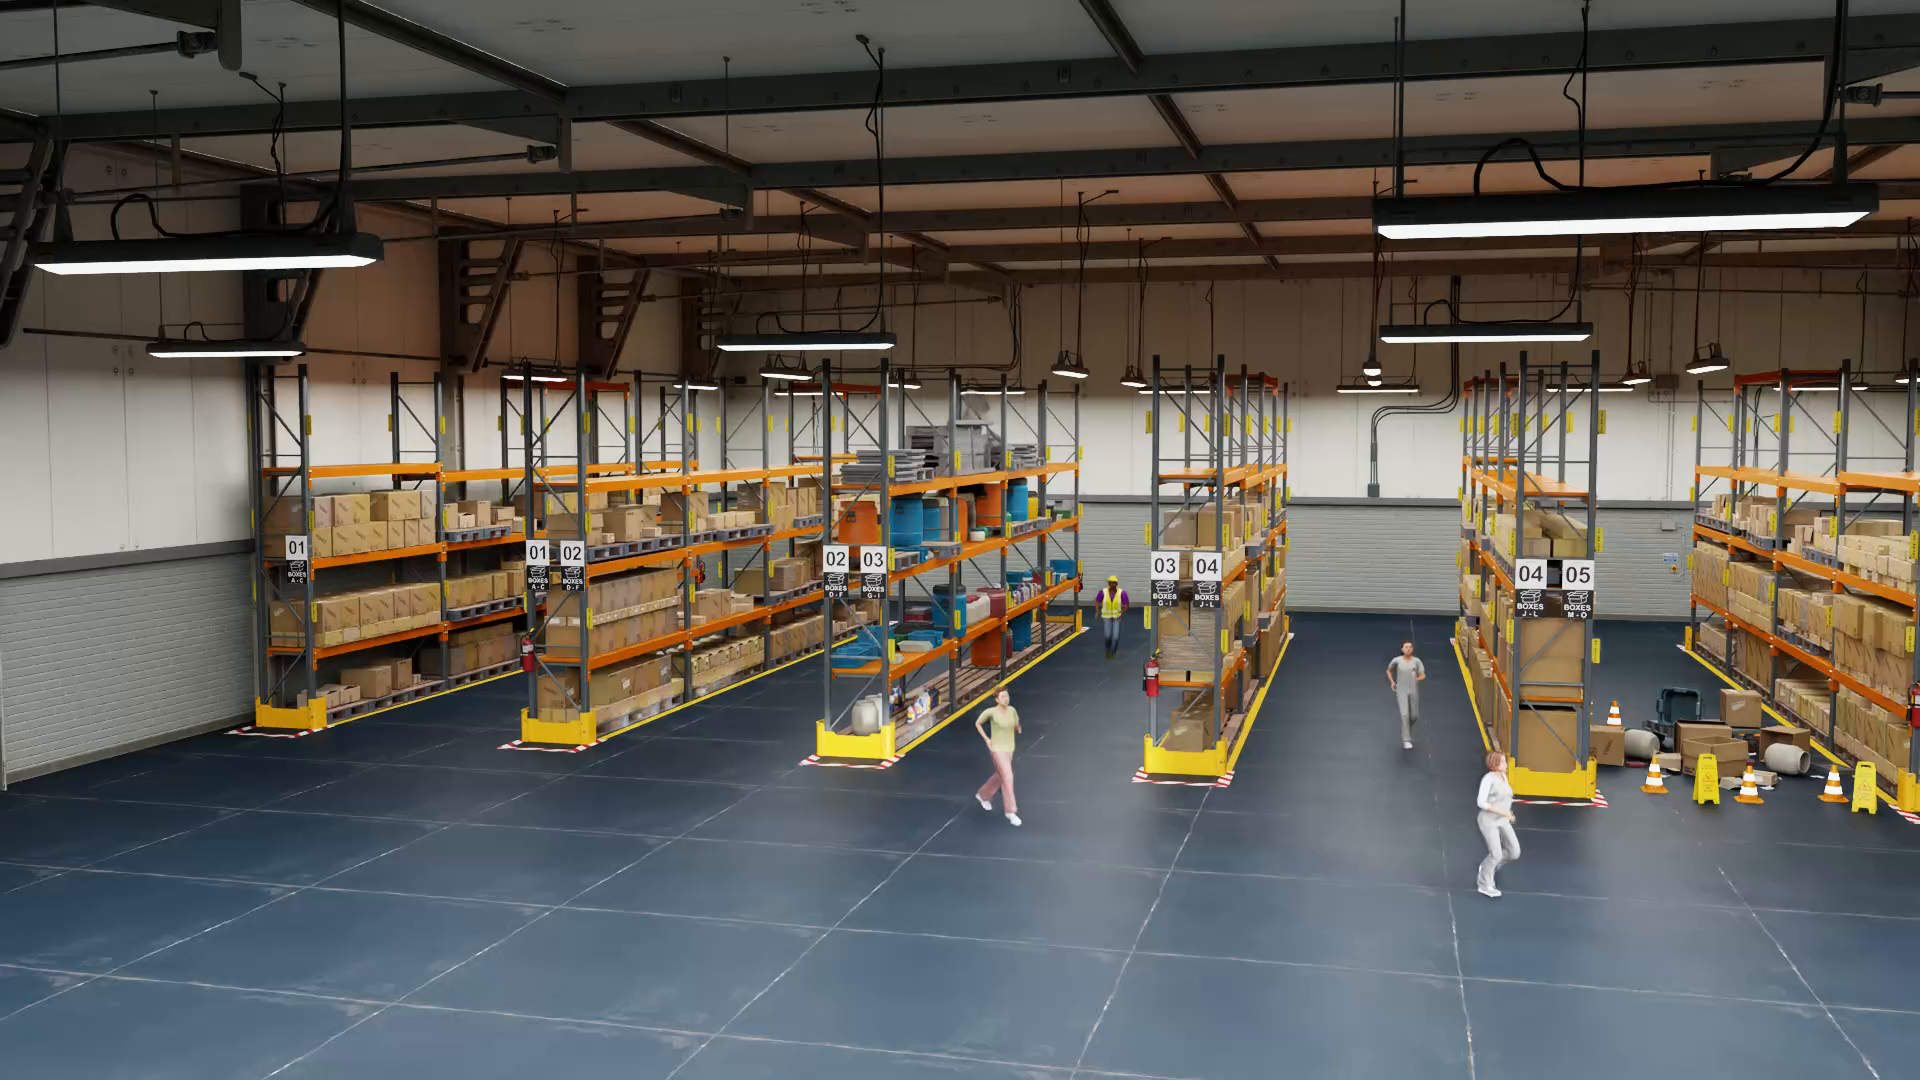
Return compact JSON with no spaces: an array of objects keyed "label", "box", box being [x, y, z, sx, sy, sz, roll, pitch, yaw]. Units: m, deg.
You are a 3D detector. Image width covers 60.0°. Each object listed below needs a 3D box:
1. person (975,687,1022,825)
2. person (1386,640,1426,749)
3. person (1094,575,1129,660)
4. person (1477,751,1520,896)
[{"label":"person","box":[0.533,2.704,21.179,0.558,1.693,0.894,-3,5,-39]},{"label":"person","box":[6.968,2.381,25.966,0.577,1.643,0.895,0,4,4]},{"label":"person","box":[3.045,1.560,33.358,0.694,1.707,0.575,0,4,5]},{"label":"person","box":[5.680,3.005,17.569,0.540,1.561,0.520,-3,5,-40]}]
